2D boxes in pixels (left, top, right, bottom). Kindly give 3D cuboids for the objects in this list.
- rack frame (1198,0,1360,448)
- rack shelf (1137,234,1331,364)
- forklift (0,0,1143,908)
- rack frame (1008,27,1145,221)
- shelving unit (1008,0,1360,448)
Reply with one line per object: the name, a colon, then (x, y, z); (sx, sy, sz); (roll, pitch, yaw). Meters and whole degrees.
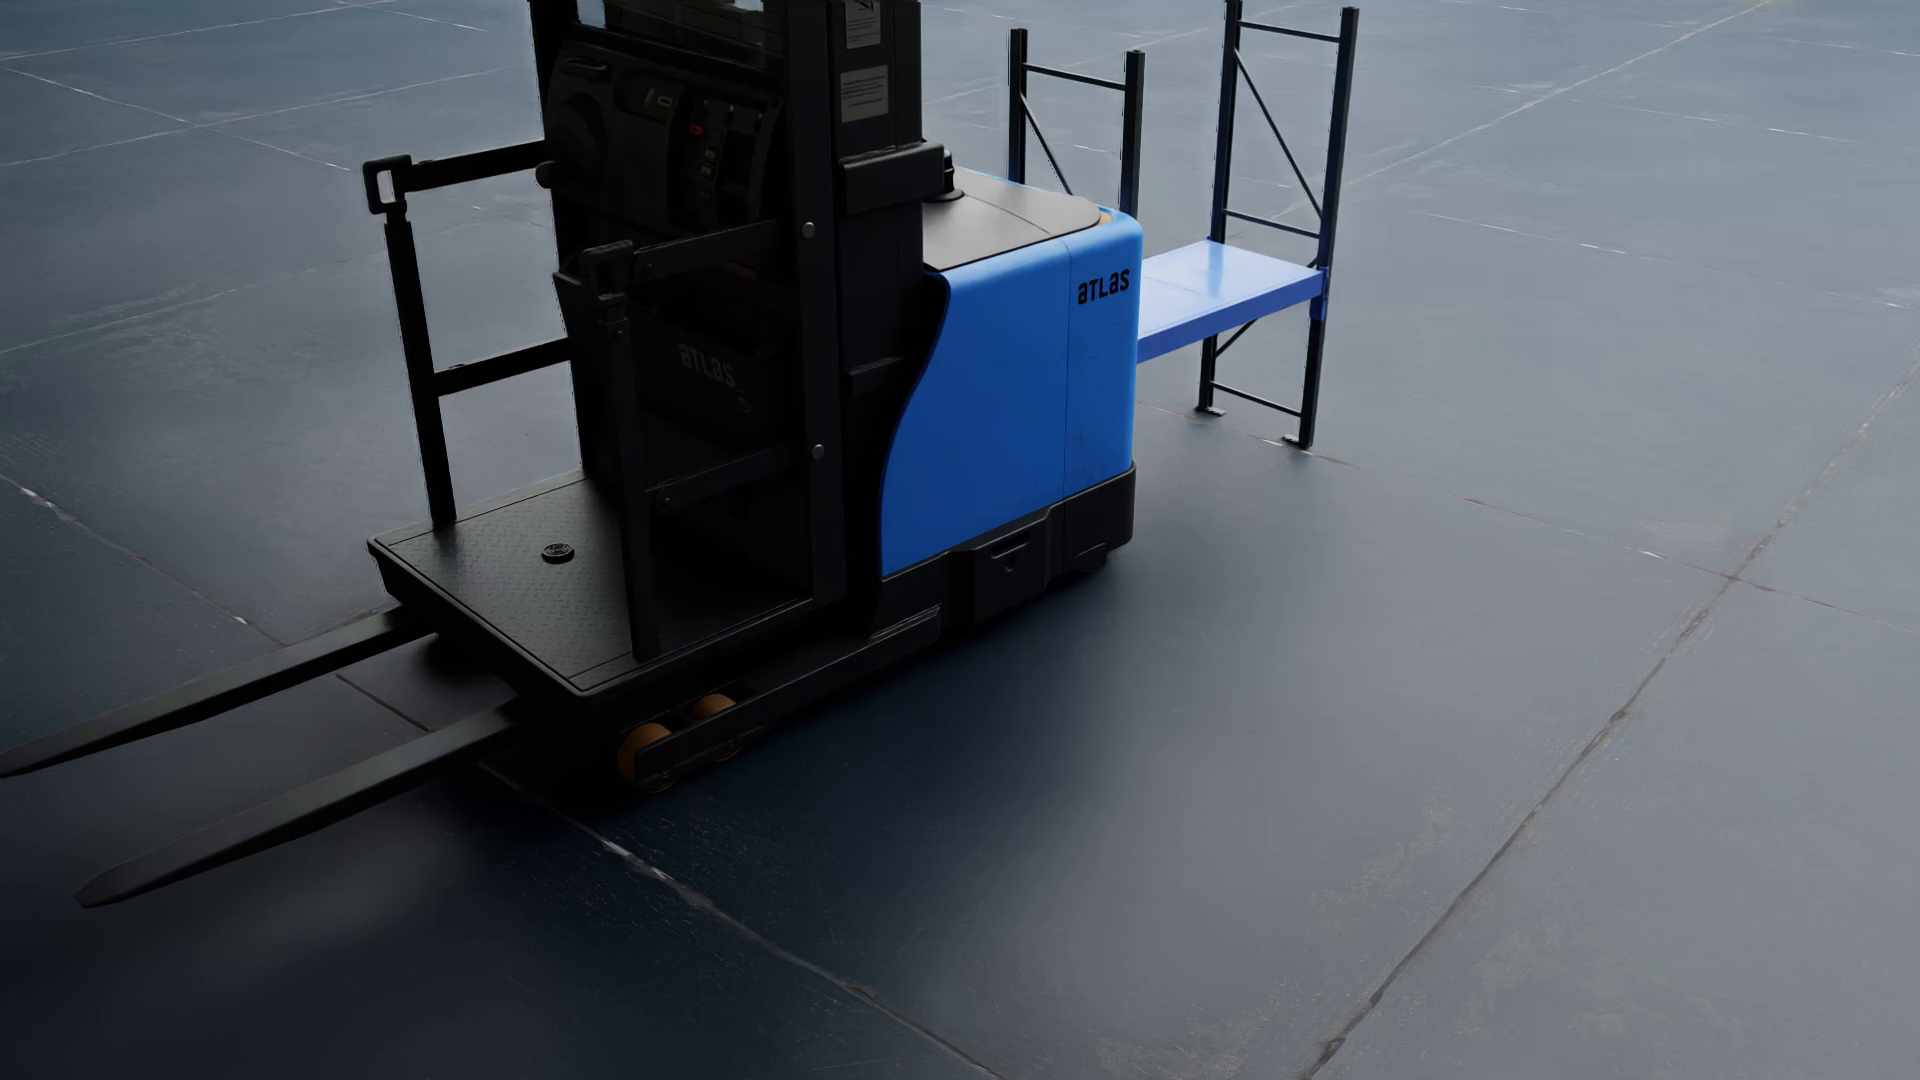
rack frame: (1.071, -1.081, 5.708); (0.032, 1.500, 0.500); (-23, 35, -38)
rack shelf: (0.700, -0.761, 5.481); (1.000, 0.185, 0.538); (-23, 35, -38)
forklift: (-0.886, -0.954, 3.905); (3.031, 2.935, 1.130); (-23, 35, -38)
rack frame: (0.330, -0.761, 5.089); (0.032, 1.500, 0.500); (-23, 35, -38)
shelving unit: (0.700, -0.921, 5.398); (1.048, 1.500, 0.538); (-23, 35, -38)
